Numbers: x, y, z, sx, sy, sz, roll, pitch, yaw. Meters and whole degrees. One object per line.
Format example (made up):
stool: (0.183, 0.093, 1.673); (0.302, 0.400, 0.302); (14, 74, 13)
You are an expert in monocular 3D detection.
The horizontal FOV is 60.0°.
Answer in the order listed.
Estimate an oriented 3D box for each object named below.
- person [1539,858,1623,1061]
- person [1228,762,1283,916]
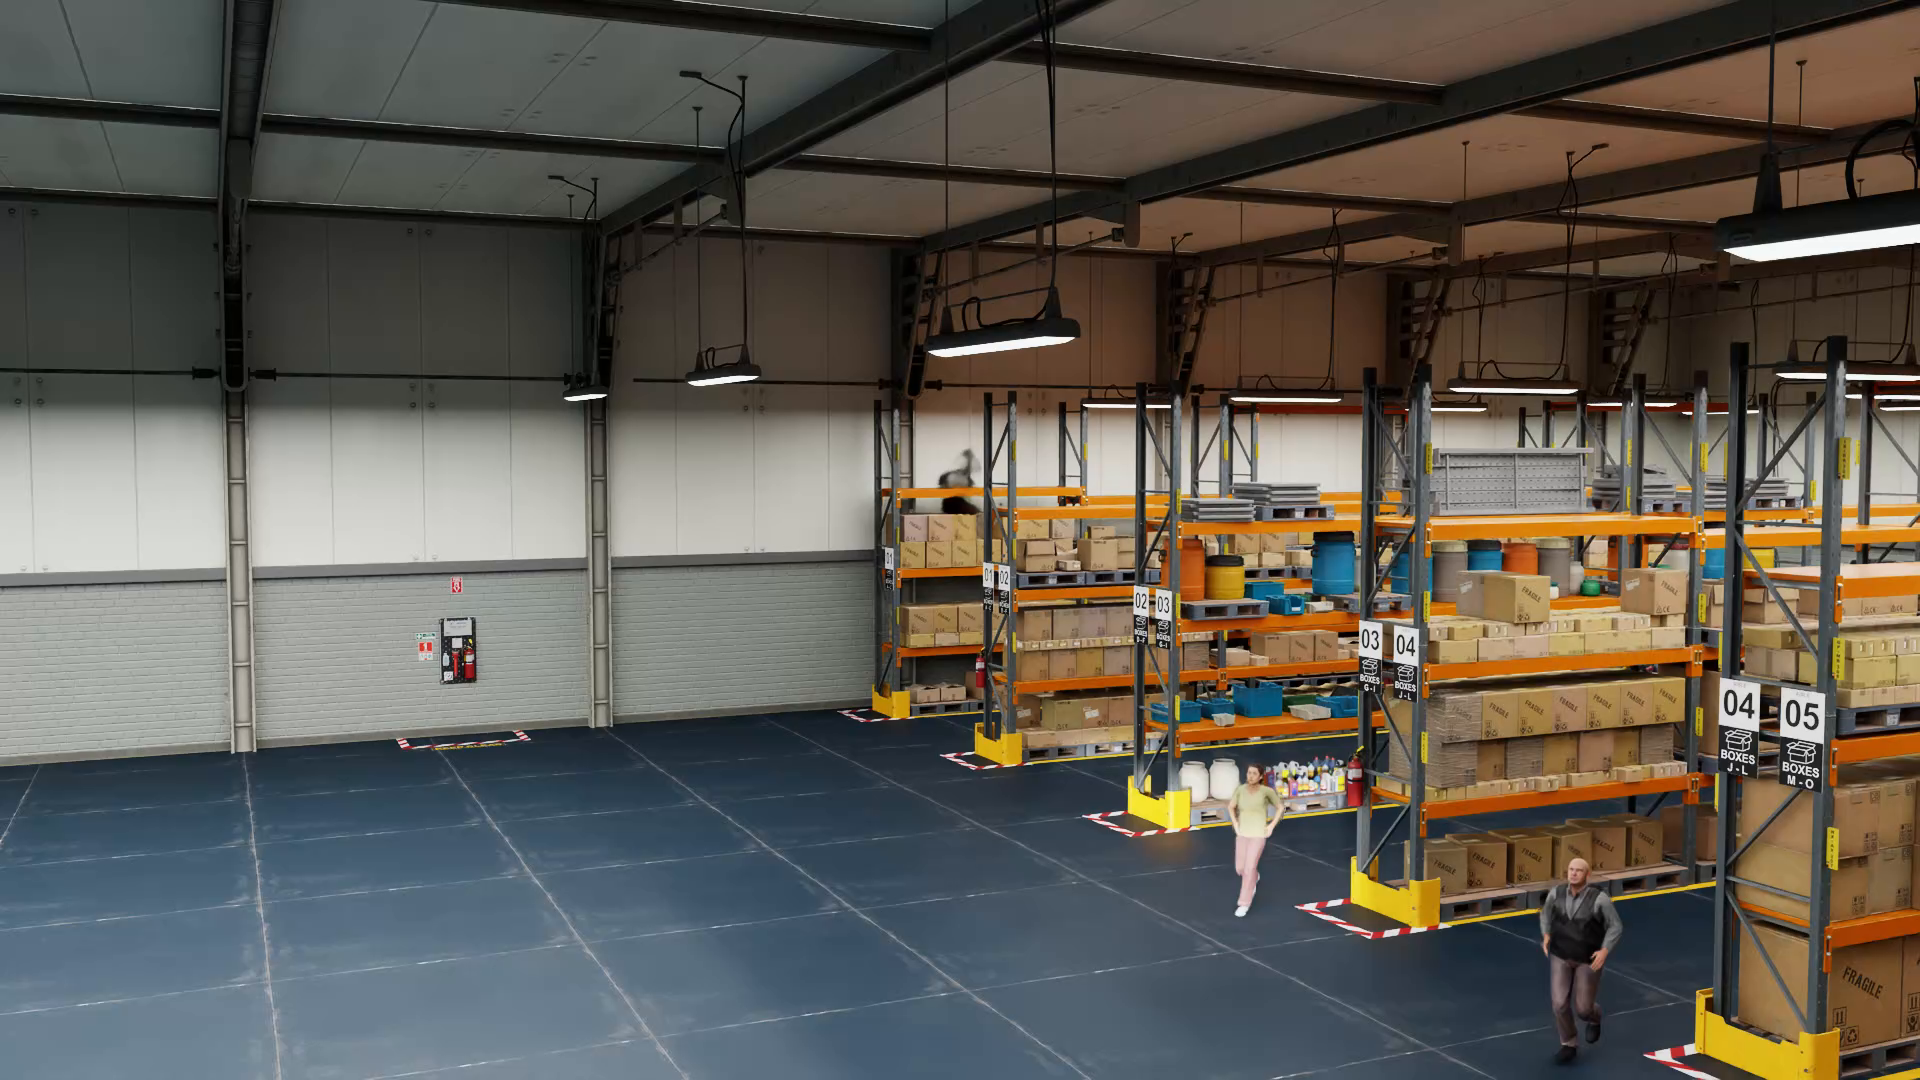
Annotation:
person: (5.202, 3.503, 13.991); (0.685, 1.678, 0.608); (3, 4, 38)
person: (3.268, 3.279, 18.433); (0.604, 1.669, 0.752); (2, 4, 28)
